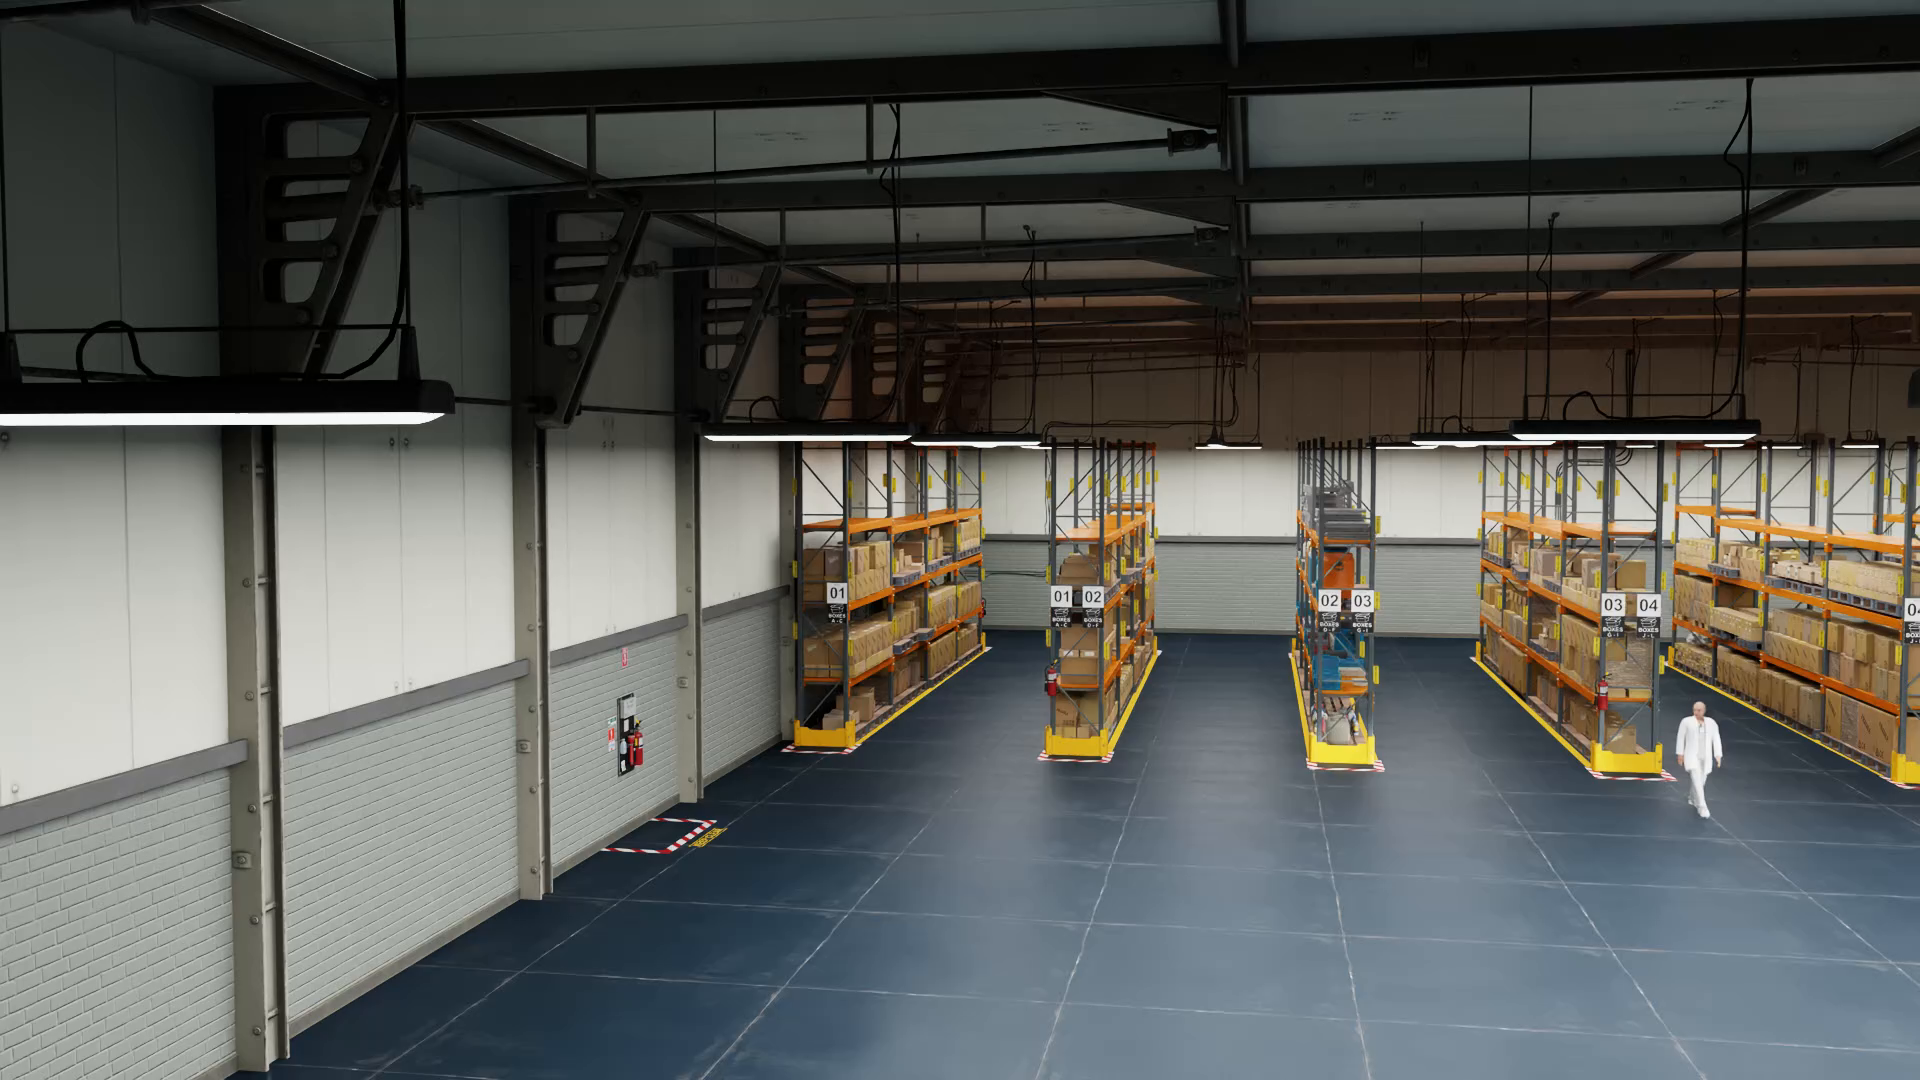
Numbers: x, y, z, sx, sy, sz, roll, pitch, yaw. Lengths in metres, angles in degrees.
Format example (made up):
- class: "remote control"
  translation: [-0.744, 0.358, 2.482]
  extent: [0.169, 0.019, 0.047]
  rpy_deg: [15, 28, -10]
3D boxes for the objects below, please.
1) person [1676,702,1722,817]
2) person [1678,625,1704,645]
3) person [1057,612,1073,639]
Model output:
- class: "person"
  translation: [11.702, 3.431, 26.284]
  extent: [0.607, 1.744, 0.997]
  rpy_deg: [0, 3, 4]
- class: "person"
  translation: [20.139, 2.462, 45.536]
  extent: [0.823, 1.815, 0.693]
  rpy_deg: [1, 3, 12]
- class: "person"
  translation: [2.985, 2.474, 45.689]
  extent: [0.737, 1.683, 0.661]
  rpy_deg: [1, 3, 19]
